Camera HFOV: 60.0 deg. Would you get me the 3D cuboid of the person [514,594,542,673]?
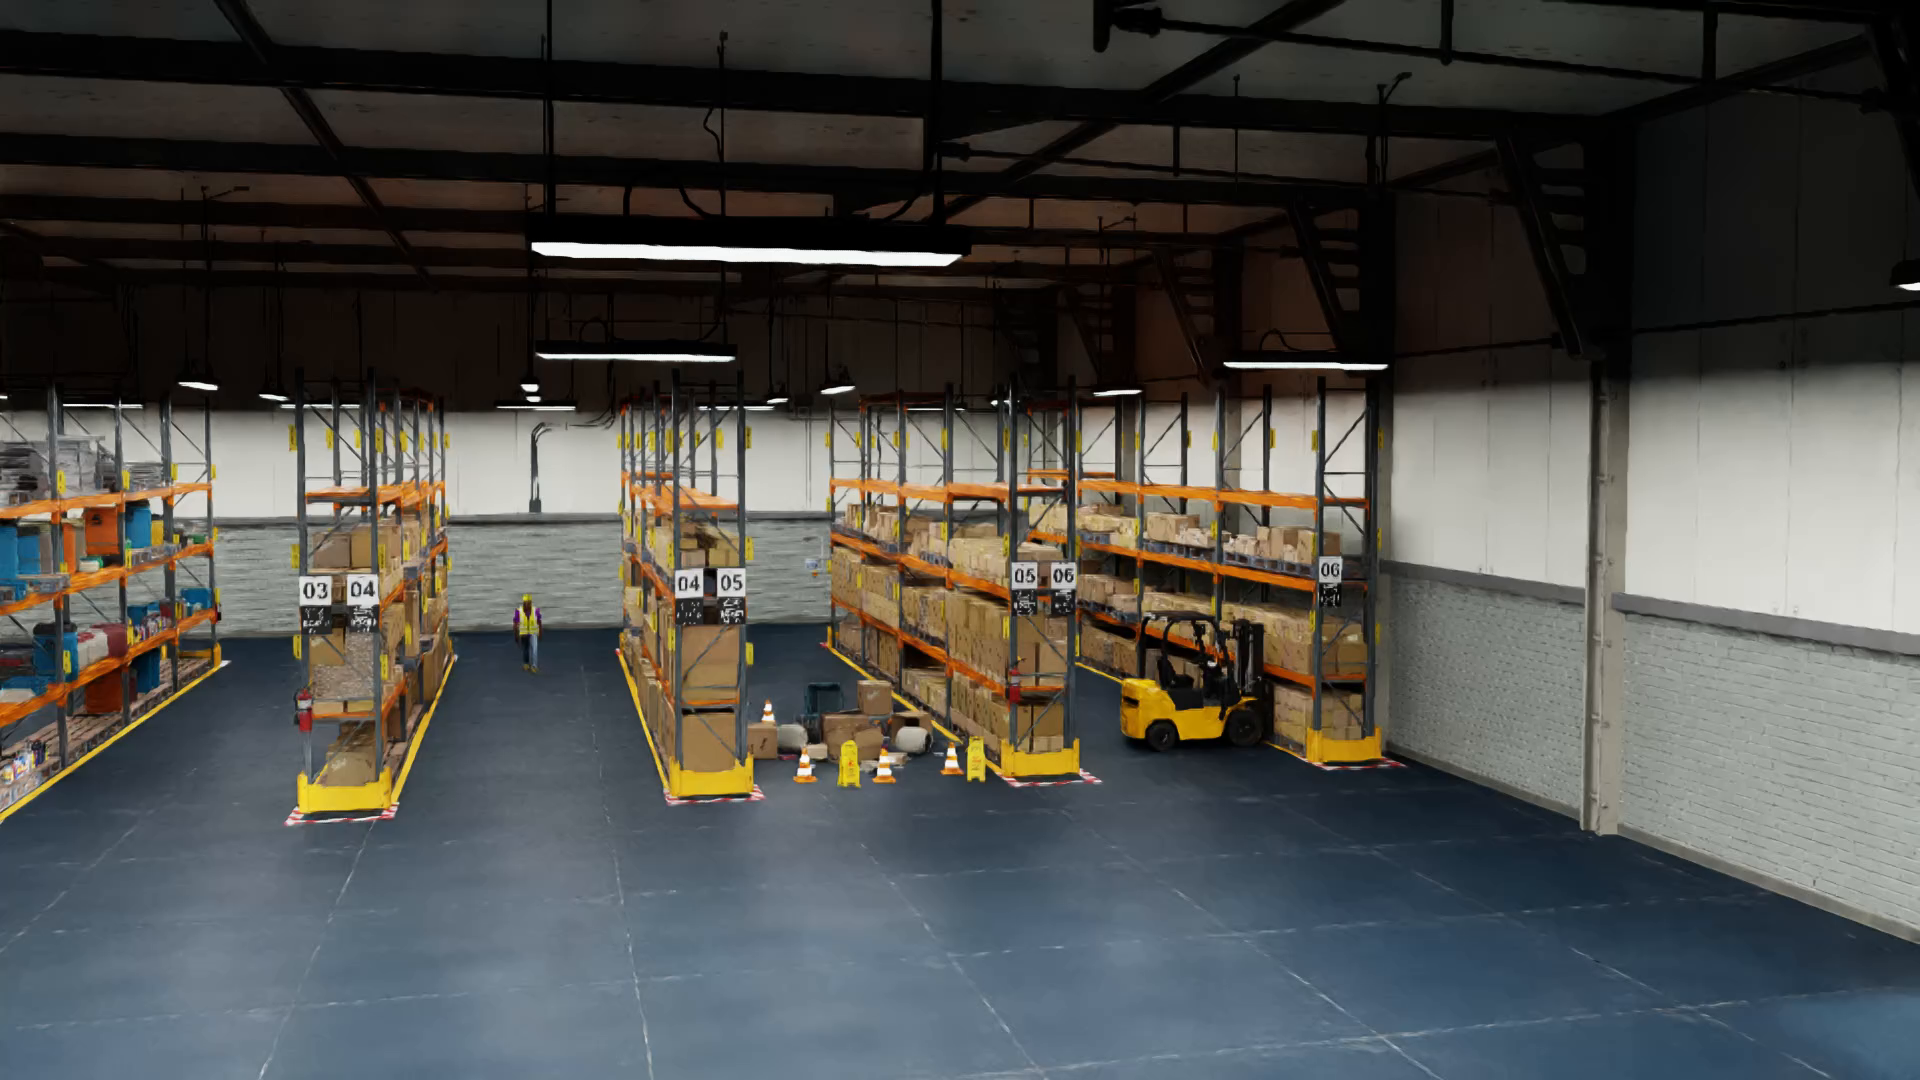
[{"bbox_3d":[-9.334,2.000,35.902,0.579,1.688,1.108,-1,3,-12],"label":"person"}]
